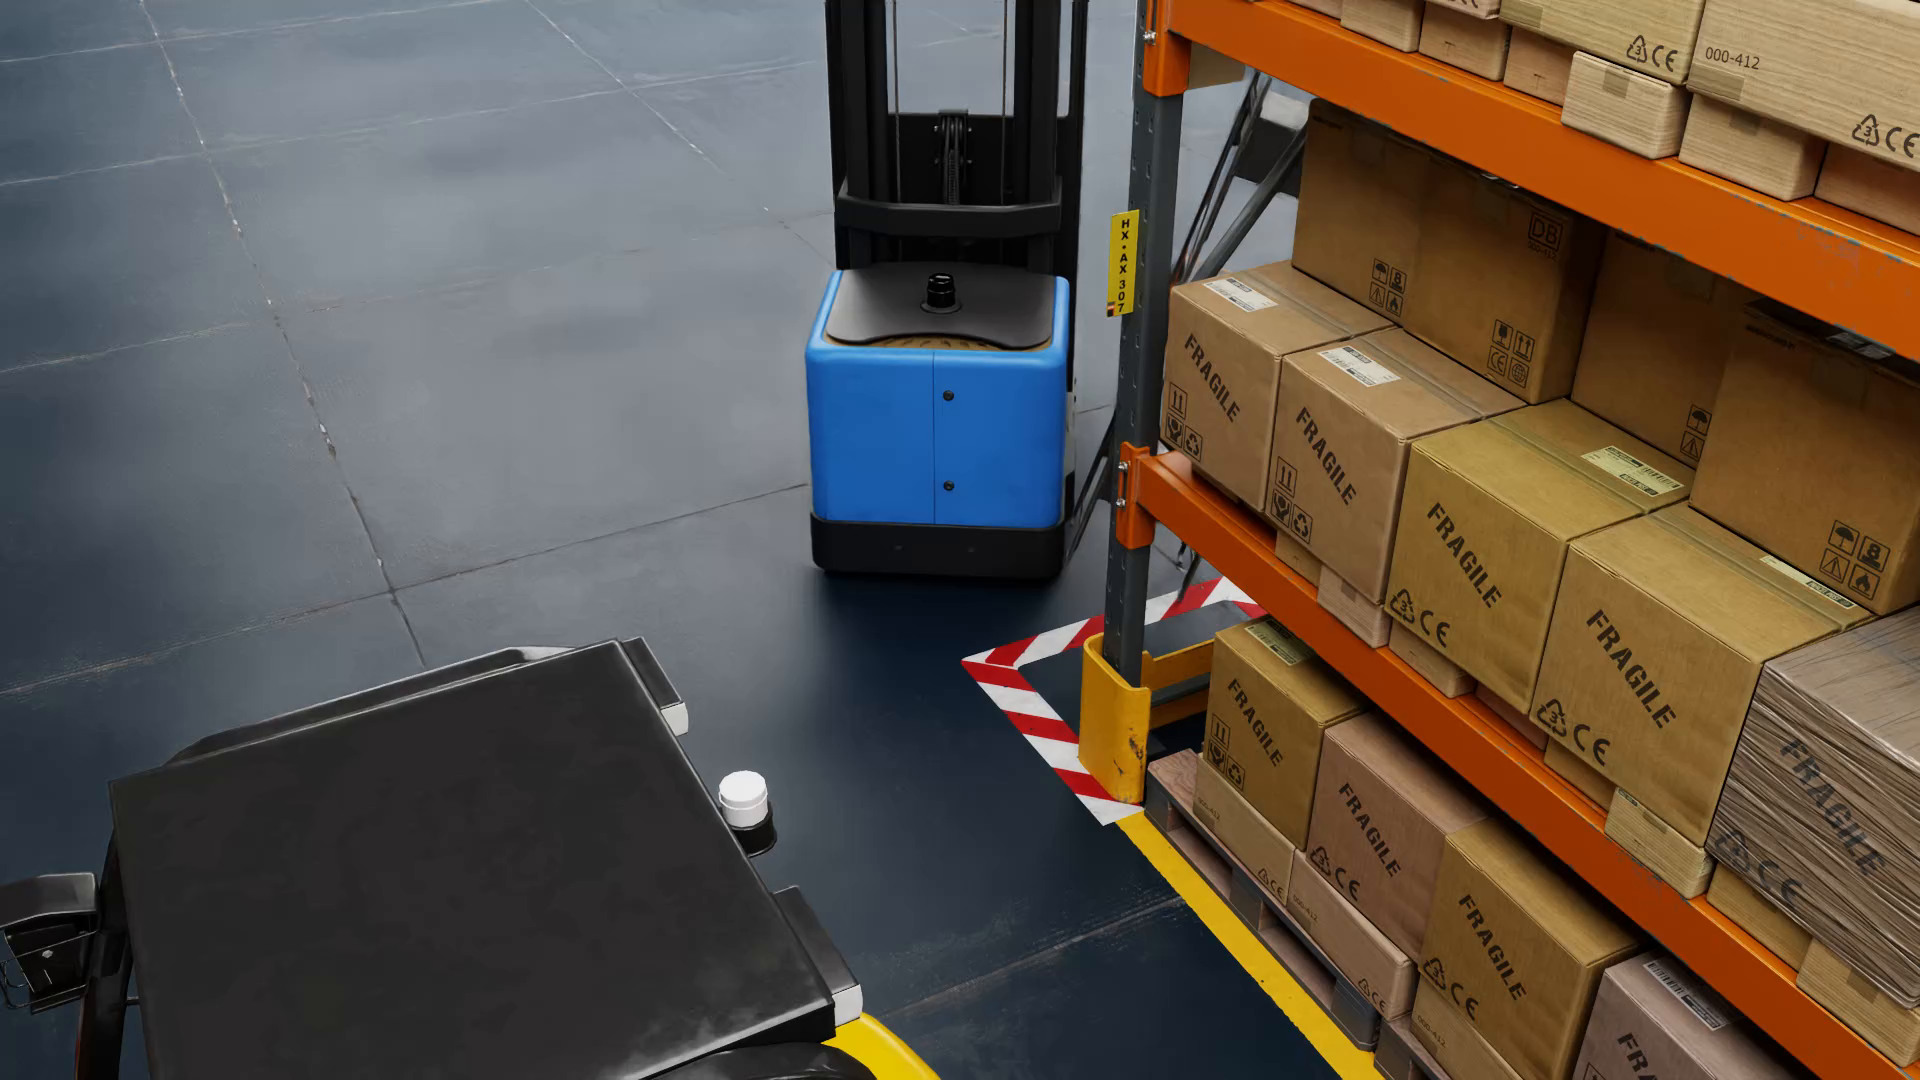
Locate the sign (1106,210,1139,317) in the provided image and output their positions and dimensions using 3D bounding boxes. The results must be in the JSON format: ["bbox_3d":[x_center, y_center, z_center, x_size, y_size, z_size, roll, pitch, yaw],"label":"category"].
[{"bbox_3d":[0.487,-0.821,4.948,0.100,0.325,0.005,-16,36,-23],"label":"sign"}]

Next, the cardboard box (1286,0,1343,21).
[{"bbox_3d":[1.036,-1.407,4.118,0.380,0.149,0.250,-17,36,-25],"label":"cardboard box"}]

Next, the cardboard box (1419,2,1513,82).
[{"bbox_3d":[1.266,-1.160,3.733,0.380,0.149,0.250,-16,36,-23],"label":"cardboard box"}]

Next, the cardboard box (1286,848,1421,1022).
[{"bbox_3d":[1.329,1.088,4.931,0.500,0.250,0.500,-15,35,-21],"label":"cardboard box"}]

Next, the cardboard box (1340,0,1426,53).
[{"bbox_3d":[1.129,-1.272,3.908,0.380,0.149,0.250,-15,36,-22],"label":"cardboard box"}]

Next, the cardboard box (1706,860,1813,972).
[{"bbox_3d":[1.843,0.731,3.561,0.380,0.149,0.250,-17,36,-24],"label":"cardboard box"}]

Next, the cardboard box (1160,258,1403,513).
[{"bbox_3d":[0.942,-0.464,4.826,0.500,0.500,0.500,-16,36,-24],"label":"cardboard box"}]

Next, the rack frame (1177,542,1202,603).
[{"bbox_3d":[1.238,-0.688,6.441,0.015,2.100,0.400,19,31,-3],"label":"rack frame"}]

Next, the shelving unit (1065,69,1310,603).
[{"bbox_3d":[1.007,-0.766,6.427,0.503,2.100,0.431,19,31,-3],"label":"shelving unit"}]

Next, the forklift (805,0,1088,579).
[{"bbox_3d":[0.004,-1.843,7.410,1.130,2.935,3.031,2,33,3],"label":"forklift"}]

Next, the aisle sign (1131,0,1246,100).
[{"bbox_3d":[0.663,-1.639,4.618,0.394,0.787,0.004,-16,36,-23],"label":"aisle sign"}]

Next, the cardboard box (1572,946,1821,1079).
[{"bbox_3d":[1.841,1.281,3.935,0.500,0.500,0.500,-14,35,-21],"label":"cardboard box"}]

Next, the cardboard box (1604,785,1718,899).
[{"bbox_3d":[1.691,0.618,3.738,0.380,0.149,0.250,-16,36,-23],"label":"cardboard box"}]

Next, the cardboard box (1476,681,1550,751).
[{"bbox_3d":[1.528,0.350,4.156,0.380,0.149,0.250,-15,35,-22],"label":"cardboard box"}]

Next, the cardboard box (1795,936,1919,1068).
[{"bbox_3d":[1.935,0.861,3.358,0.380,0.149,0.250,-16,36,-24],"label":"cardboard box"}]

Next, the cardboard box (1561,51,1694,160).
[{"bbox_3d":[1.440,-0.894,3.318,0.380,0.149,0.250,-15,36,-23],"label":"cardboard box"}]

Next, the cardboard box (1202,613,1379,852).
[{"bbox_3d":[1.110,0.538,5.094,0.500,0.500,0.500,-17,36,-25],"label":"cardboard box"}]

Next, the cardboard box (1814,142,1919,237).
[{"bbox_3d":[1.778,-0.677,2.978,0.380,0.149,0.250,-16,36,-24],"label":"cardboard box"}]

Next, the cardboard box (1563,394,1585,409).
[{"bbox_3d":[1.693,-0.330,4.617,0.500,0.500,0.500,-16,36,-23],"label":"cardboard box"}]

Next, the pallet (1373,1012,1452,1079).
[{"bbox_3d":[1.914,1.596,4.564,1.003,0.211,1.213,-16,36,-23],"label":"pallet"}]

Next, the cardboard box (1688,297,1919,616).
[{"bbox_3d":[2.066,-0.258,3.577,0.700,0.500,0.500,-16,36,-23],"label":"cardboard box"}]

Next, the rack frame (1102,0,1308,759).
[{"bbox_3d":[0.967,-0.593,5.395,1.000,3.000,0.127,-16,36,-23],"label":"rack frame"}]

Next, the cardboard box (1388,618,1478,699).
[{"bbox_3d":[1.352,0.239,4.330,0.380,0.149,0.250,-15,36,-22],"label":"cardboard box"}]

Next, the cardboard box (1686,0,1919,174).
[{"bbox_3d":[1.676,-0.879,2.923,0.500,0.250,0.500,-15,36,-22],"label":"cardboard box"}]

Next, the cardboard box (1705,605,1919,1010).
[{"bbox_3d":[1.912,0.509,3.307,0.500,0.500,0.500,-15,36,-22],"label":"cardboard box"}]

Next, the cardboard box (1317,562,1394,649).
[{"bbox_3d":[1.202,0.124,4.509,0.380,0.149,0.250,-15,36,-22],"label":"cardboard box"}]

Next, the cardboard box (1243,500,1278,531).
[{"bbox_3d":[1.072,-0.156,4.946,0.380,0.149,0.250,-15,36,-22],"label":"cardboard box"}]

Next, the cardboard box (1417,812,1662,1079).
[{"bbox_3d":[1.584,1.028,4.329,0.500,0.500,0.500,-15,36,-22],"label":"cardboard box"}]

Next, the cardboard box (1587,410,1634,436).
[{"bbox_3d":[1.923,-0.091,4.243,0.500,0.500,0.500,-16,36,-23],"label":"cardboard box"}]

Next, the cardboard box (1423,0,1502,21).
[{"bbox_3d":[1.192,-1.368,3.688,0.500,0.250,0.500,-16,36,-24],"label":"cardboard box"}]

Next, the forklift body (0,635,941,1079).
[{"bbox_3d":[-0.925,1.461,2.976,2.313,2.155,1.214,-16,36,-23],"label":"forklift body"}]

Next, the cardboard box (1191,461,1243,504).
[{"bbox_3d":[0.942,-0.273,5.128,0.380,0.149,0.250,-16,36,-23],"label":"cardboard box"}]

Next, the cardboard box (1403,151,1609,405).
[{"bbox_3d":[1.627,-0.749,4.343,0.700,0.500,0.500,-16,36,-23],"label":"cardboard box"}]

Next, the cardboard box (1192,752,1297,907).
[{"bbox_3d":[1.098,0.843,5.314,0.500,0.250,0.500,-16,36,-23],"label":"cardboard box"}]

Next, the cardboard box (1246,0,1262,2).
[{"bbox_3d":[0.834,-1.510,4.279,0.380,0.149,0.250,-16,36,-23],"label":"cardboard box"}]

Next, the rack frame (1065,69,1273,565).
[{"bbox_3d":[0.776,-0.845,6.414,0.015,2.100,0.400,19,31,-3],"label":"rack frame"}]

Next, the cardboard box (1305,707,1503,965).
[{"bbox_3d":[1.357,0.786,4.706,0.500,0.500,0.500,-17,36,-25],"label":"cardboard box"}]

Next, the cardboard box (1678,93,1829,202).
[{"bbox_3d":[1.599,-0.779,3.137,0.380,0.149,0.250,-17,36,-24],"label":"cardboard box"}]

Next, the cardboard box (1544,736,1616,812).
[{"bbox_3d":[1.625,0.483,3.948,0.380,0.149,0.250,-17,36,-24],"label":"cardboard box"}]

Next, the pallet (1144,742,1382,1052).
[{"bbox_3d":[1.350,1.014,5.471,1.003,0.211,1.213,-16,36,-23],"label":"pallet"}]

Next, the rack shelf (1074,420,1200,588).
[{"bbox_3d":[0.792,-0.193,6.793,0.480,0.518,0.431,19,31,-3],"label":"rack shelf"}]

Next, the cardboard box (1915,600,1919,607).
[{"bbox_3d":[2.143,0.156,3.858,0.500,0.500,0.500,-15,36,-23],"label":"cardboard box"}]

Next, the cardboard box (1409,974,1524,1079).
[{"bbox_3d":[1.595,1.345,4.529,0.500,0.250,0.500,-13,35,-20],"label":"cardboard box"}]

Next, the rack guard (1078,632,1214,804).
[{"bbox_3d":[1.002,0.496,6.012,1.175,0.500,0.348,-16,36,-23],"label":"rack guard"}]

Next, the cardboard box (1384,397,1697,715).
[{"bbox_3d":[1.425,0.025,4.062,0.500,0.500,0.500,-17,36,-24],"label":"cardboard box"}]

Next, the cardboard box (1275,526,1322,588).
[{"bbox_3d":[1.124,-0.009,4.716,0.380,0.149,0.250,-17,36,-25],"label":"cardboard box"}]

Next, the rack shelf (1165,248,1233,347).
[{"bbox_3d":[1.003,-0.755,6.434,0.480,0.518,0.431,19,31,-3],"label":"rack shelf"}]

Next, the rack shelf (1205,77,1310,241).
[{"bbox_3d":[1.214,-1.318,6.075,0.480,0.518,0.431,19,31,-3],"label":"rack shelf"}]

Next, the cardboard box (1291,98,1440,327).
[{"bbox_3d":[1.398,-0.992,4.723,0.700,0.500,0.500,-17,36,-24],"label":"cardboard box"}]

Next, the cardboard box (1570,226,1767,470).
[{"bbox_3d":[1.956,-0.531,4.004,0.700,0.500,0.500,-16,36,-24],"label":"cardboard box"}]

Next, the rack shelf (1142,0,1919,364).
[{"bbox_3d":[1.899,-0.599,3.290,1.077,0.370,4.000,-16,36,-23],"label":"rack shelf"}]

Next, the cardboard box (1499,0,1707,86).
[{"bbox_3d":[1.454,-1.128,3.312,0.500,0.250,0.500,-15,35,-22],"label":"cardboard box"}]

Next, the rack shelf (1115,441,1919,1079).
[{"bbox_3d":[1.899,0.665,4.099,1.077,0.370,4.000,-16,36,-23],"label":"rack shelf"}]

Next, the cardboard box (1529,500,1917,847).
[{"bbox_3d":[1.669,0.265,3.687,0.500,0.500,0.500,-17,36,-24],"label":"cardboard box"}]

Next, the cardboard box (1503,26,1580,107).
[{"bbox_3d":[1.393,-1.035,3.537,0.380,0.149,0.250,-17,36,-25],"label":"cardboard box"}]

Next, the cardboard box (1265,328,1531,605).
[{"bbox_3d":[1.186,-0.218,4.441,0.500,0.500,0.500,-15,35,-22],"label":"cardboard box"}]
